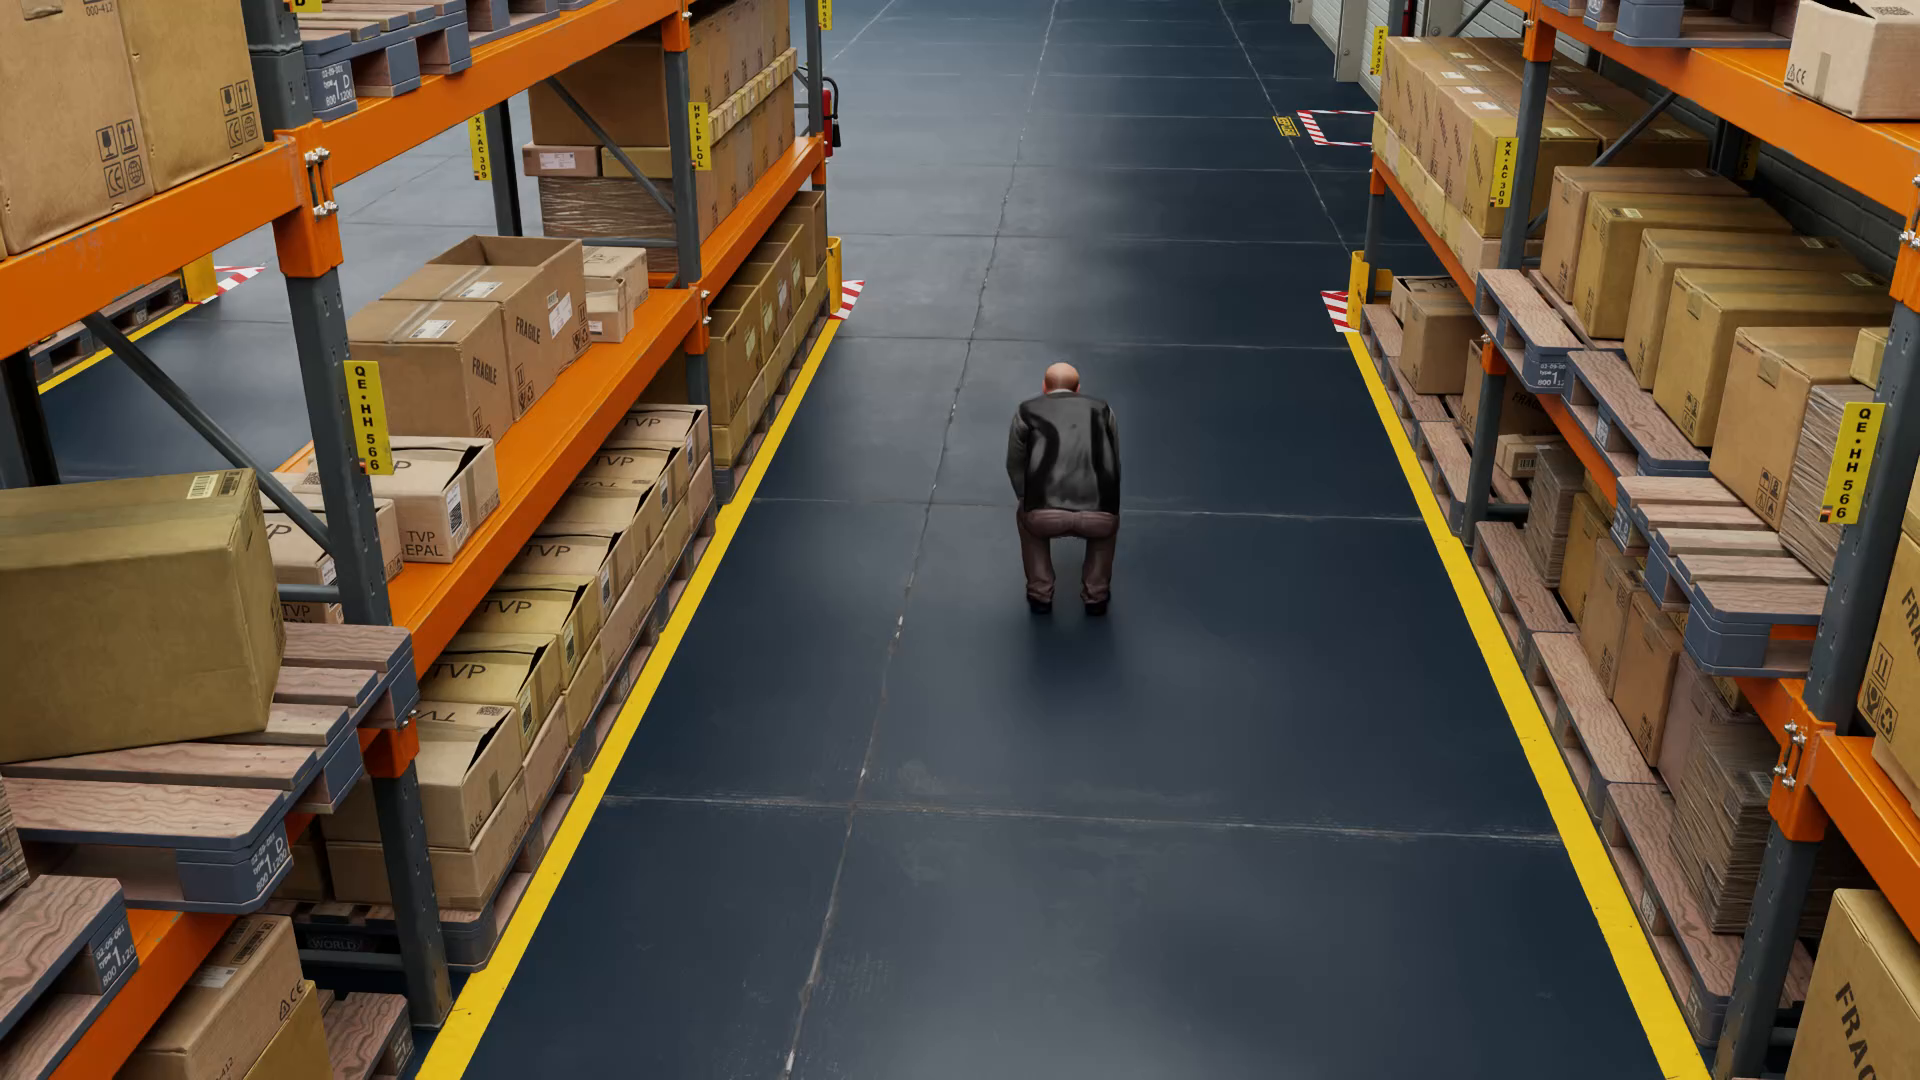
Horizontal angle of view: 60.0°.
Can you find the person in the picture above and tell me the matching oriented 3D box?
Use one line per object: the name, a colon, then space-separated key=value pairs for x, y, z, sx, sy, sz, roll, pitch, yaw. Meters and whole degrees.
person: x=0.488 y=-0.225 z=7.911 sx=0.560 sy=1.083 sz=0.827 roll=2 pitch=24 yaw=4
